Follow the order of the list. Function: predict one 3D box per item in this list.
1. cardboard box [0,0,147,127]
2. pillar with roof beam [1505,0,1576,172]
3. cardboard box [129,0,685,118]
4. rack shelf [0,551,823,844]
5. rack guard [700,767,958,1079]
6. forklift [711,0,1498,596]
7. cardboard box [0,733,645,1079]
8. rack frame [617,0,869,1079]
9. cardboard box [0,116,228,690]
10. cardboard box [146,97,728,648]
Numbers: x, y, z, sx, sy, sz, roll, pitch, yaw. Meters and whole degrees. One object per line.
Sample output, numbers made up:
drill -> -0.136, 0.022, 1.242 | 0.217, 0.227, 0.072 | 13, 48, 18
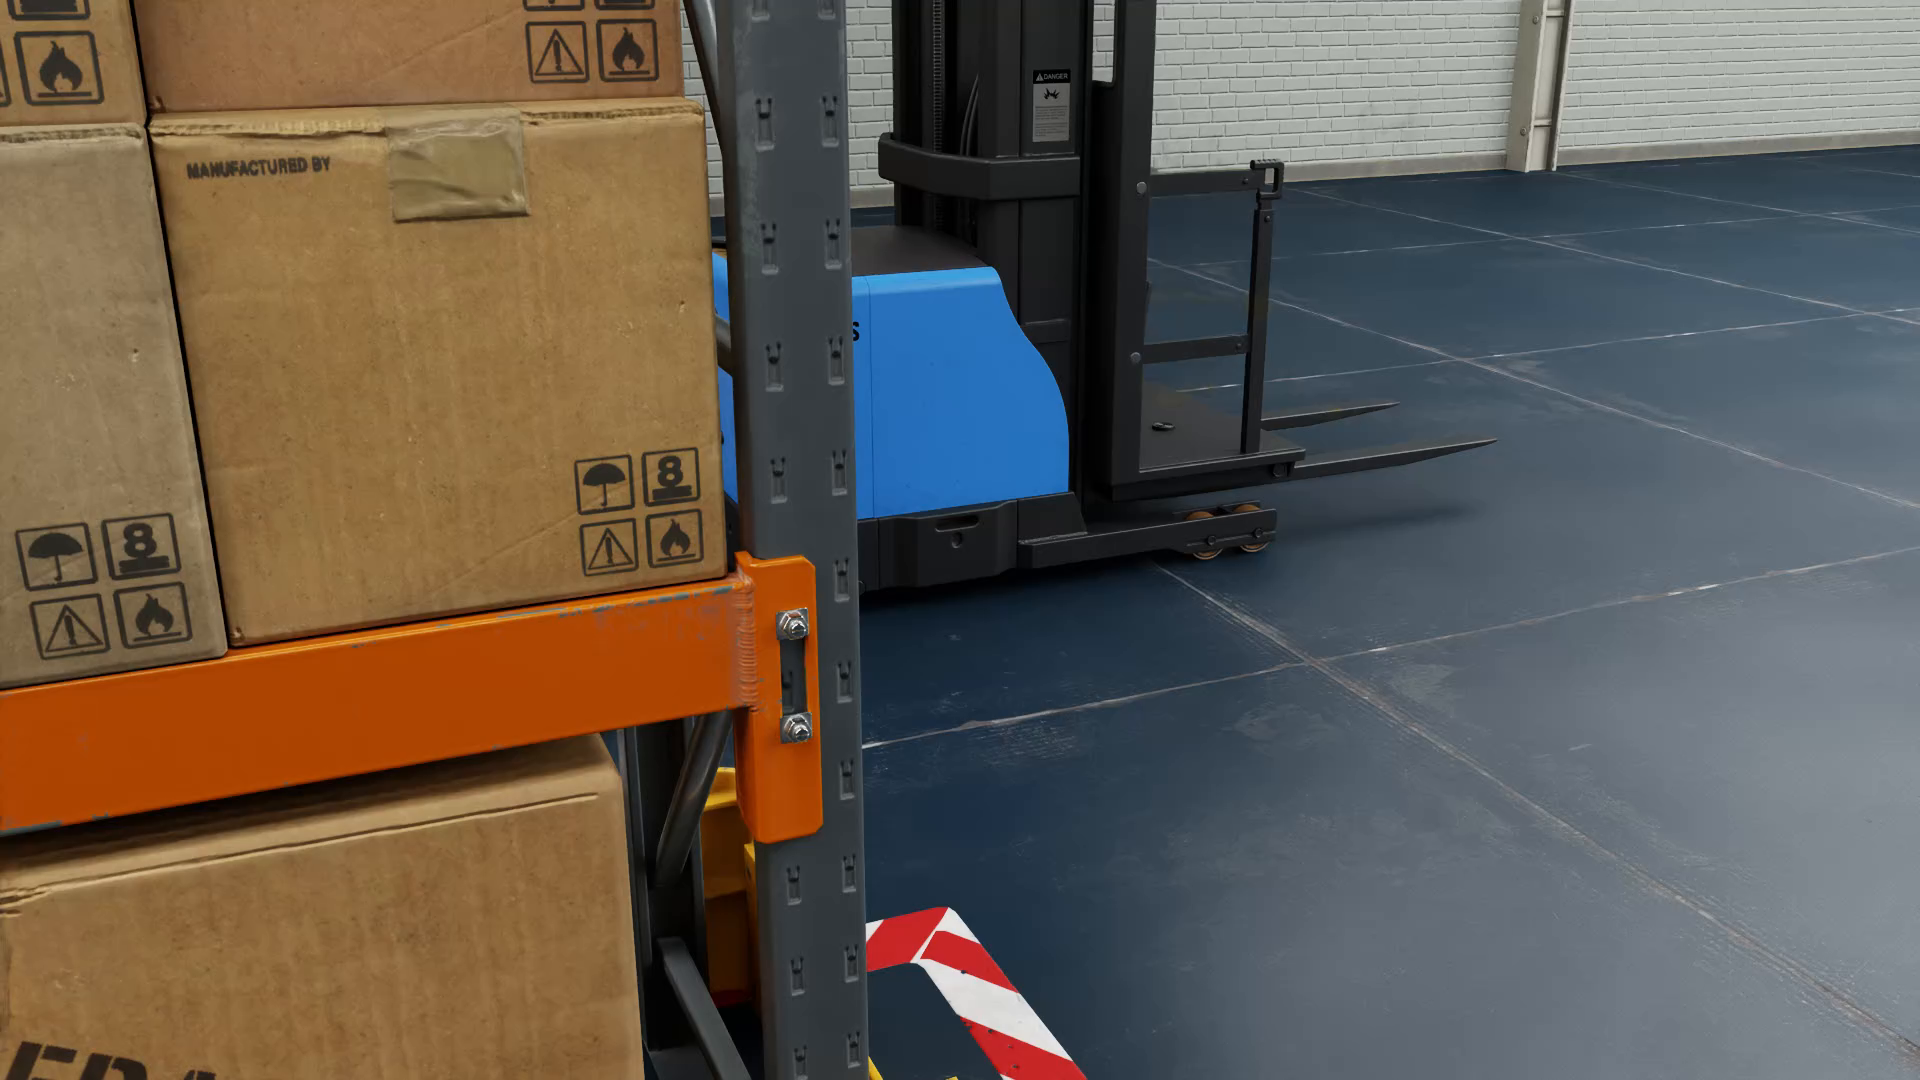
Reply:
cardboard box -> -1.200, -0.744, 1.766 | 0.550, 0.550, 0.875 | -8, 21, -22
pillar with roof beam -> 7.329, -6.589, 11.187 | 0.400, 9.000, 9.100 | -8, 21, -22
cardboard box -> -0.732, -0.844, 2.052 | 0.550, 0.550, 0.875 | -8, 21, -22
rack shelf -> -2.212, 0.301, 1.733 | 4.000, 0.370, 1.077 | -8, 21, -22
rack guard -> -0.354, 0.875, 2.785 | 0.348, 0.500, 1.175 | -8, 21, -22
forklift -> 0.572, -1.465, 5.770 | 3.031, 2.935, 1.130 | -8, 21, -22
cardboard box -> -0.972, 0.612, 2.333 | 0.875, 0.875, 0.875 | -8, 21, -22
rack frame -> -0.376, -0.301, 2.361 | 0.127, 3.000, 1.000 | -8, 21, -22
cardboard box -> -1.195, -0.230, 1.934 | 0.550, 0.550, 0.875 | -8, 21, -22
cardboard box -> -0.699, -0.309, 2.158 | 0.550, 0.550, 0.875 | -8, 21, -22
